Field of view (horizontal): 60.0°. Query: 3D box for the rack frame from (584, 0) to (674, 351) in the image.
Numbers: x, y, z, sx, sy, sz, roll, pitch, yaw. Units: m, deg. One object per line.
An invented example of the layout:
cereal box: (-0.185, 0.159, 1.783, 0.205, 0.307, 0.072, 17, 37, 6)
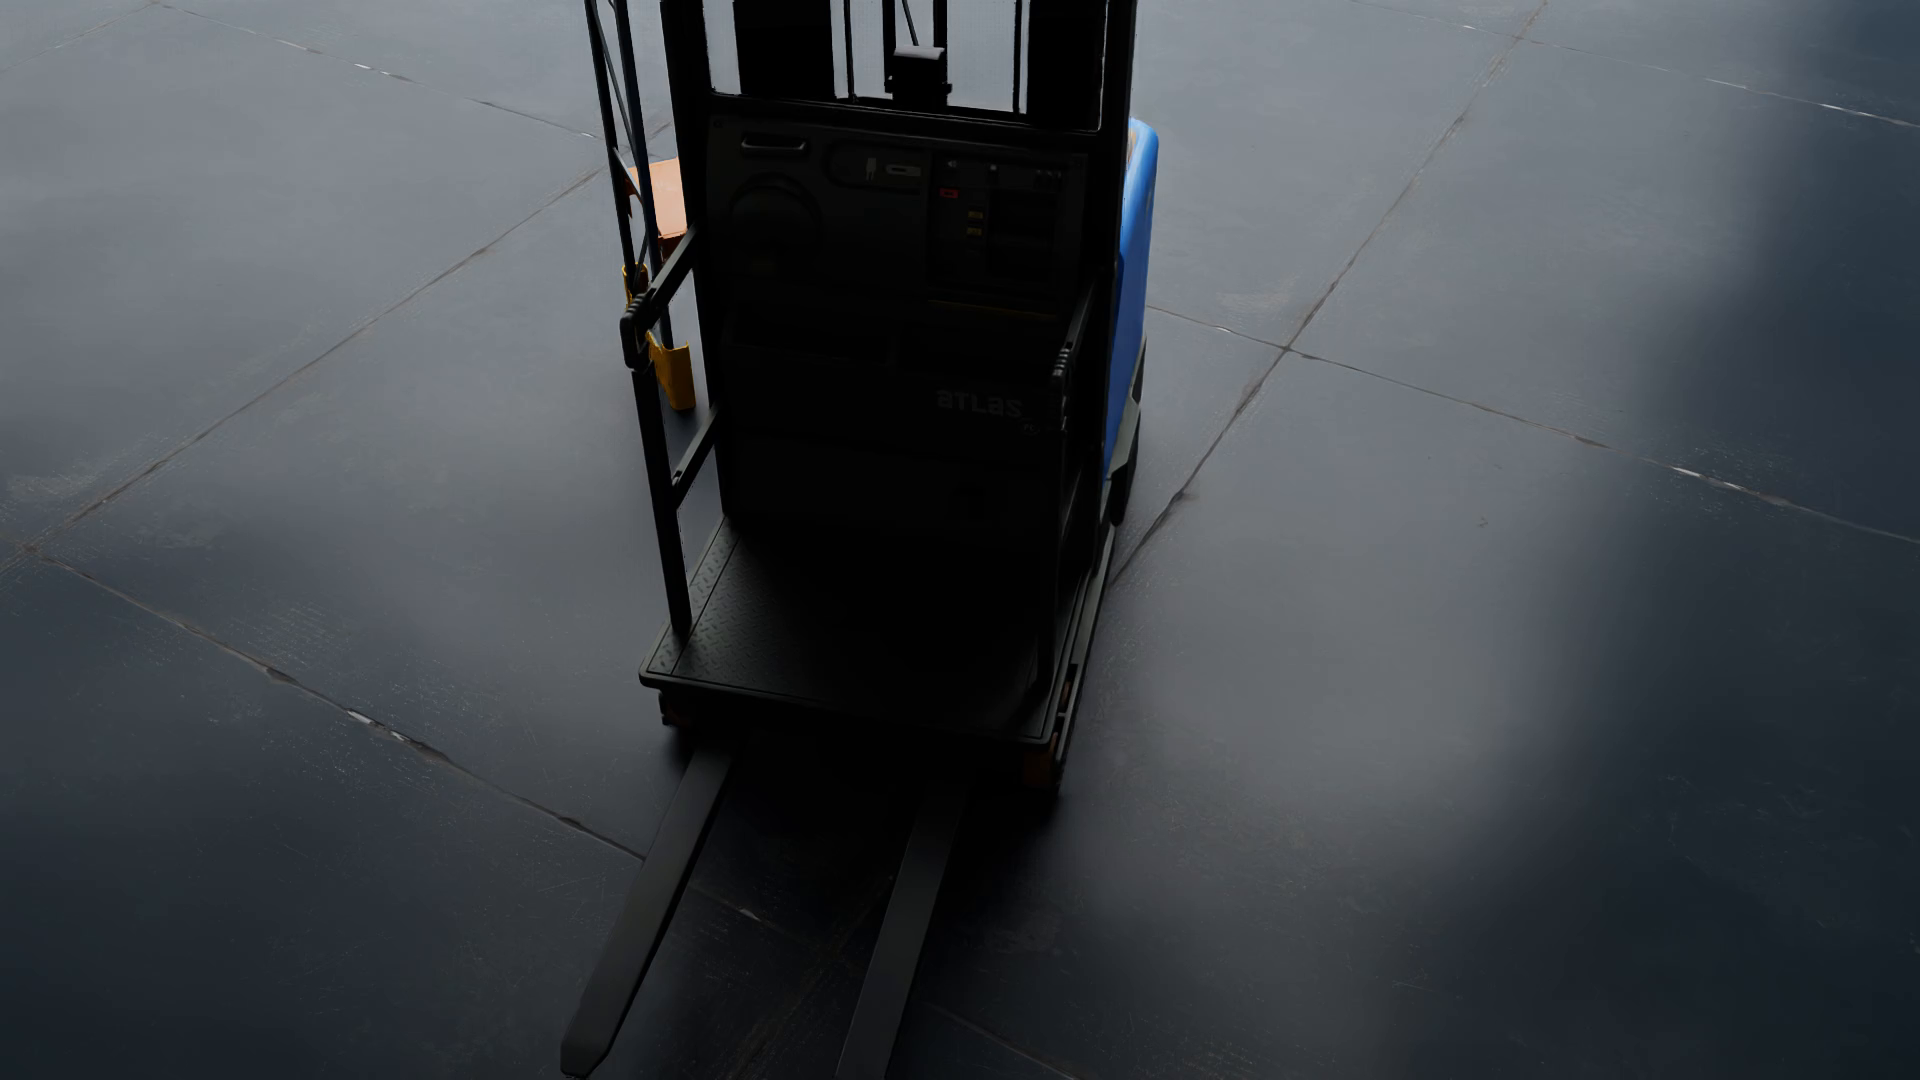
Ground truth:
rack frame: (-1.084, -1.190, 5.467, 0.032, 1.500, 0.500, -16, 44, -18)

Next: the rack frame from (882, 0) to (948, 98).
rack frame: (-0.154, -1.461, 5.774, 0.032, 1.500, 0.500, -16, 44, -18)

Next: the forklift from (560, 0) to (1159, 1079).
forklift: (-0.205, -0.707, 3.835, 1.130, 2.935, 3.031, 9, 42, 10)

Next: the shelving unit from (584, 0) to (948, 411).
shelving unit: (-0.611, -1.328, 5.623, 1.083, 1.500, 0.587, -16, 44, -18)

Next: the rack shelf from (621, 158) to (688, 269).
rack shelf: (-0.619, -1.190, 5.739, 1.000, 0.185, 0.538, -16, 44, -18)

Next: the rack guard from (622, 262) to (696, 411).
rack guard: (-1.067, -0.726, 5.886, 0.087, 0.250, 0.587, -16, 44, -18)
